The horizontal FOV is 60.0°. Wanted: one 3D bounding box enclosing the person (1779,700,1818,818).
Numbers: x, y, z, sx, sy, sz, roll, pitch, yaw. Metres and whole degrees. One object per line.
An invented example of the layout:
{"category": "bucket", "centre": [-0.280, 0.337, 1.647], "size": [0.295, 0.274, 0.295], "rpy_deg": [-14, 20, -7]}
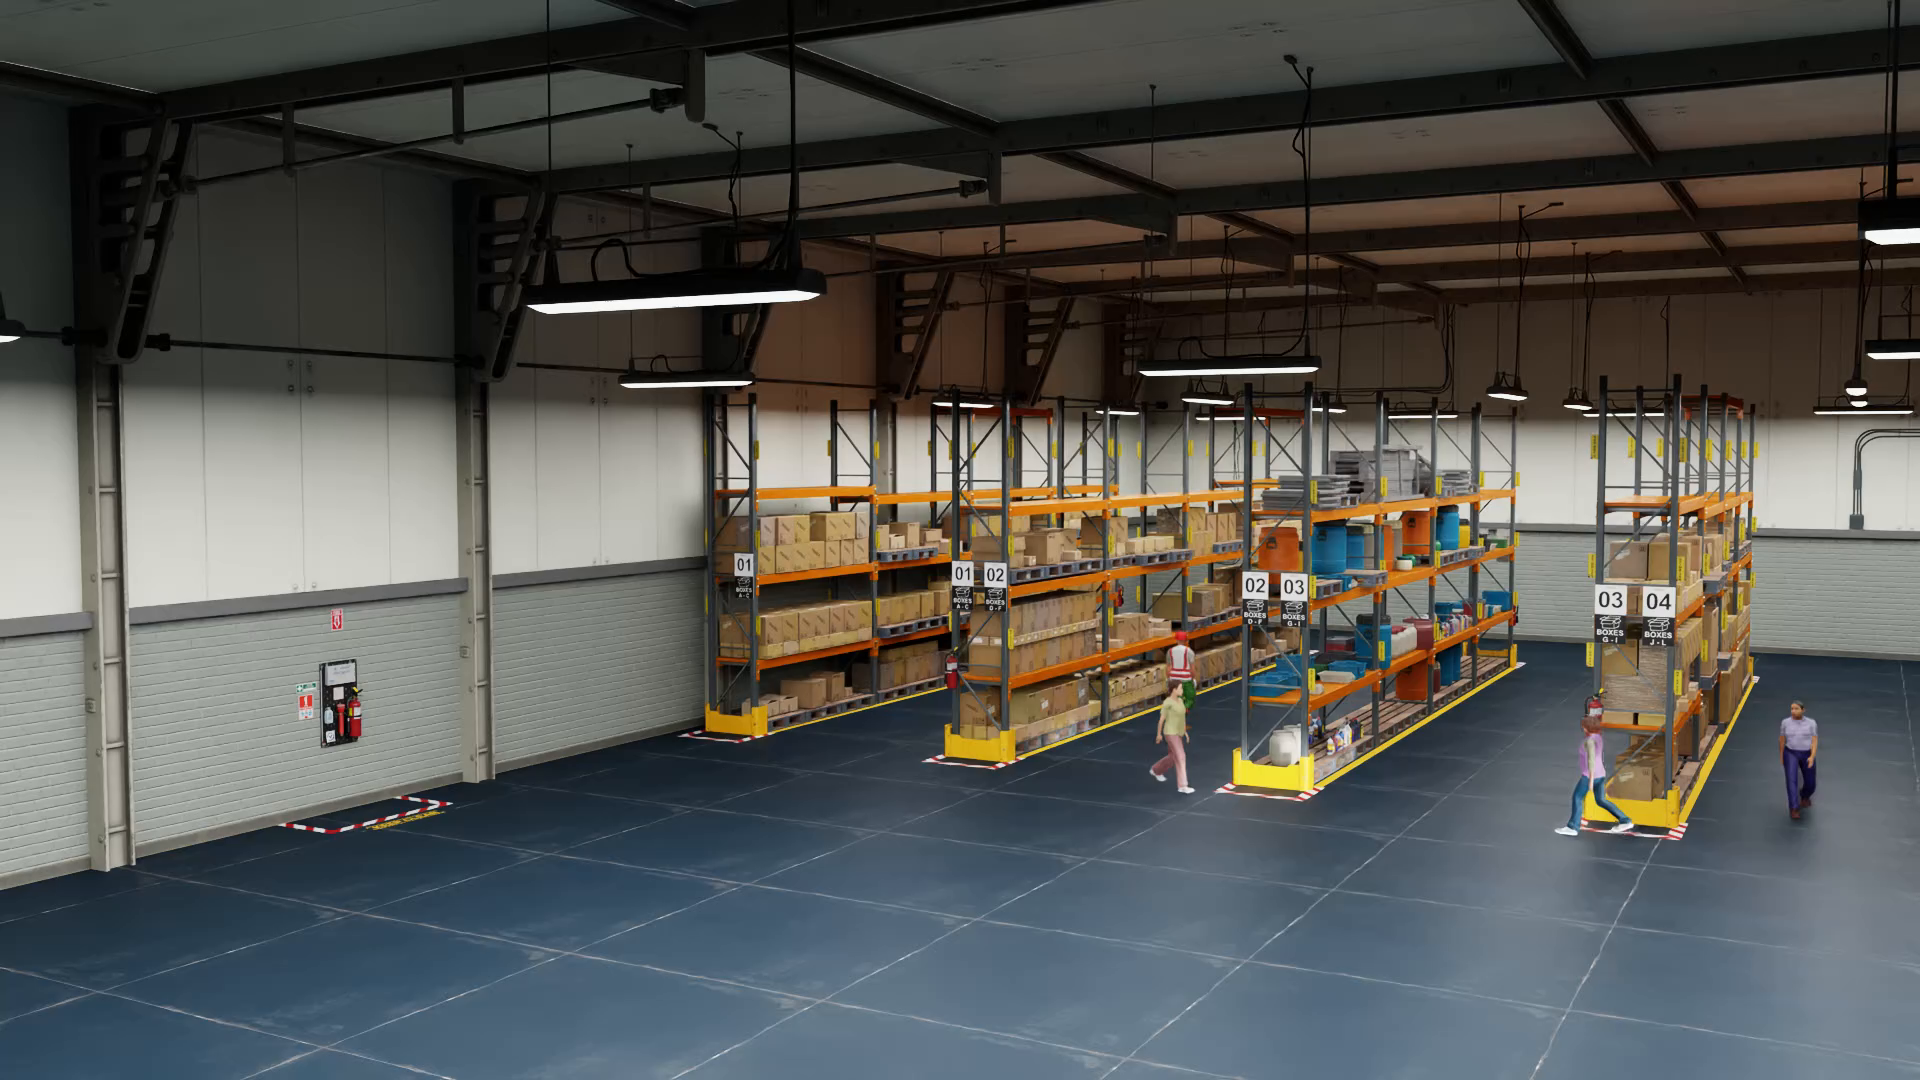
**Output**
{"category": "person", "centre": [11.560, 2.988, 22.907], "size": [0.472, 1.529, 1.032], "rpy_deg": [1, 3, 22]}

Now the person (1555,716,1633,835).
{"category": "person", "centre": [8.206, 3.049, 21.488], "size": [0.906, 1.553, 0.436], "rpy_deg": [2, 4, 33]}

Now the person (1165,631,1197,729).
{"category": "person", "centre": [3.925, 2.513, 29.664], "size": [0.560, 1.787, 0.539], "rpy_deg": [2, 4, 36]}

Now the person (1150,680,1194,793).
{"category": "person", "centre": [3.145, 2.867, 24.577], "size": [0.985, 1.619, 0.450], "rpy_deg": [3, 4, 41]}
